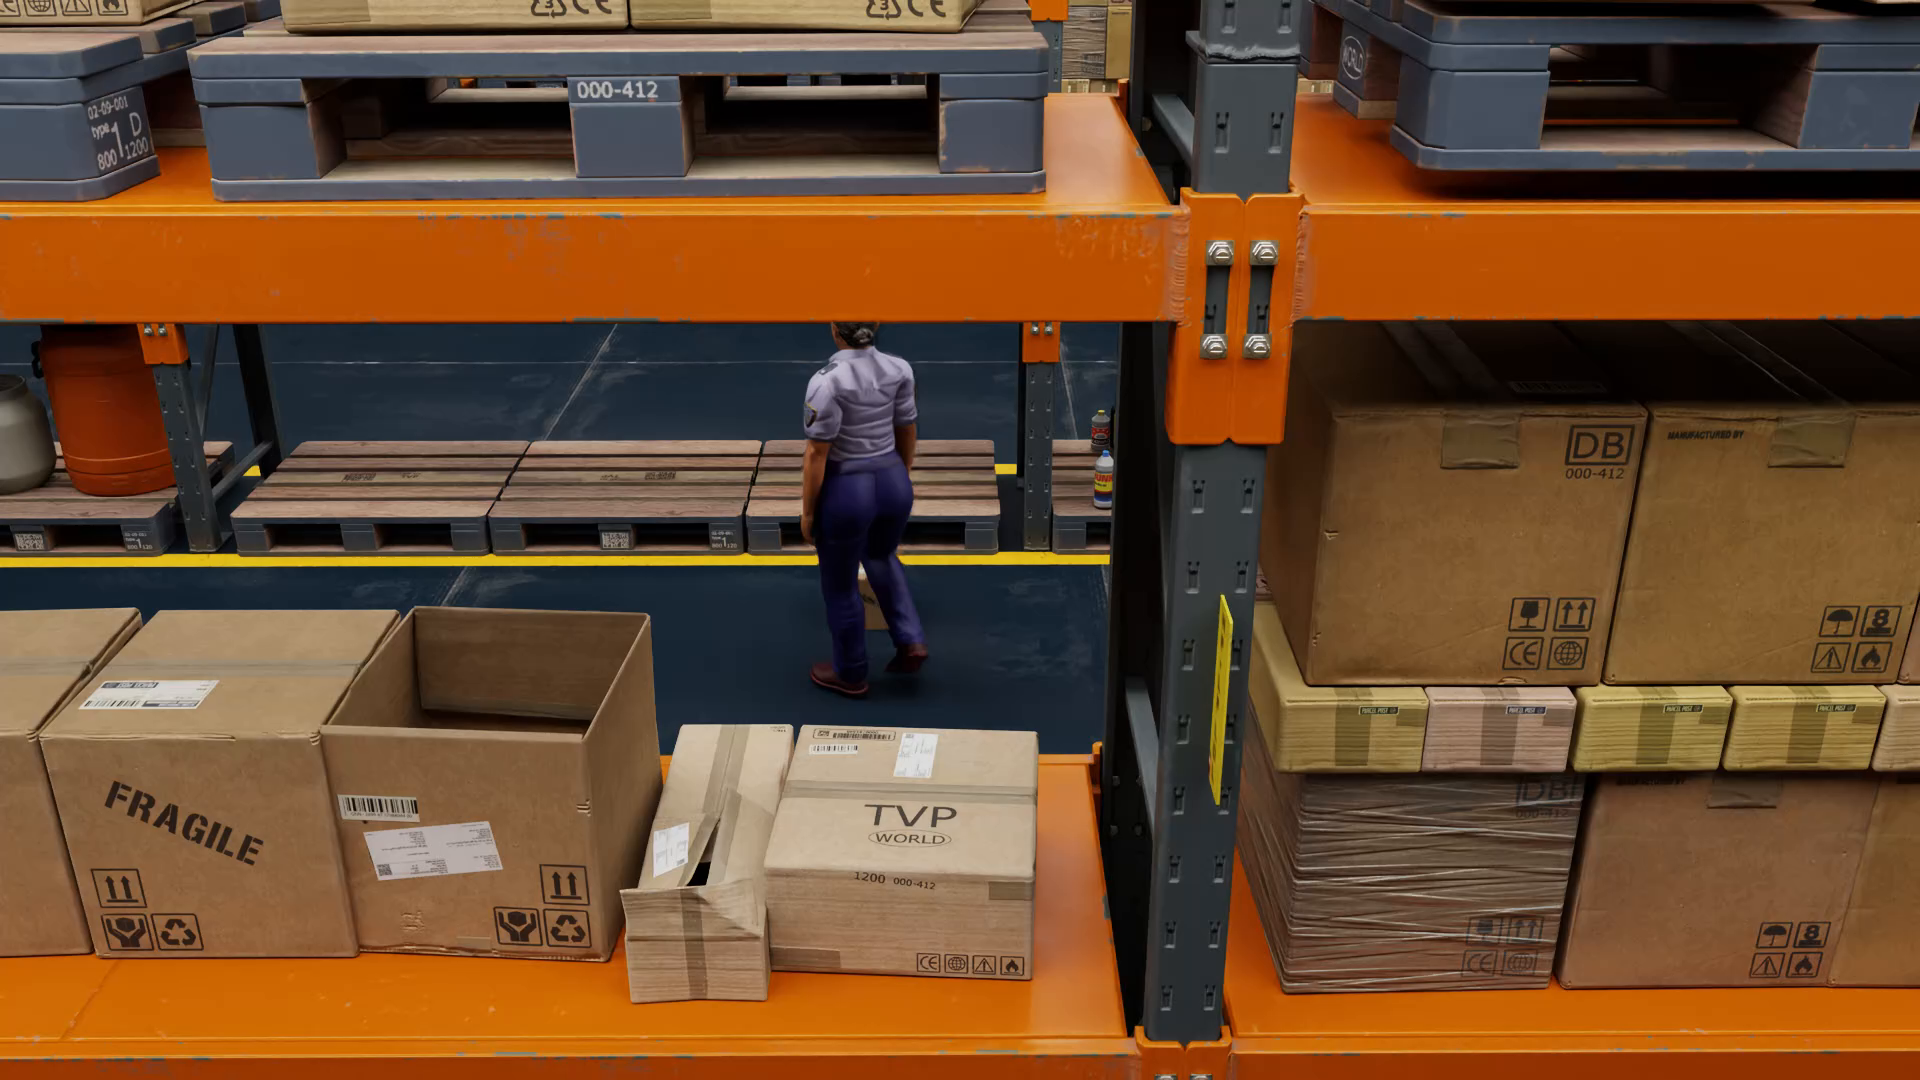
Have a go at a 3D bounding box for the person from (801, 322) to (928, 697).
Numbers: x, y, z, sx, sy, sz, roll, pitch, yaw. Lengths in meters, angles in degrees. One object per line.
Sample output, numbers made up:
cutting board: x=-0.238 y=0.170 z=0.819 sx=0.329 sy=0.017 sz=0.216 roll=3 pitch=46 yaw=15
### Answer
person: x=-0.396 y=-0.160 z=6.445 sx=0.492 sy=1.647 sz=0.444 roll=-16 pitch=29 yaw=-31
